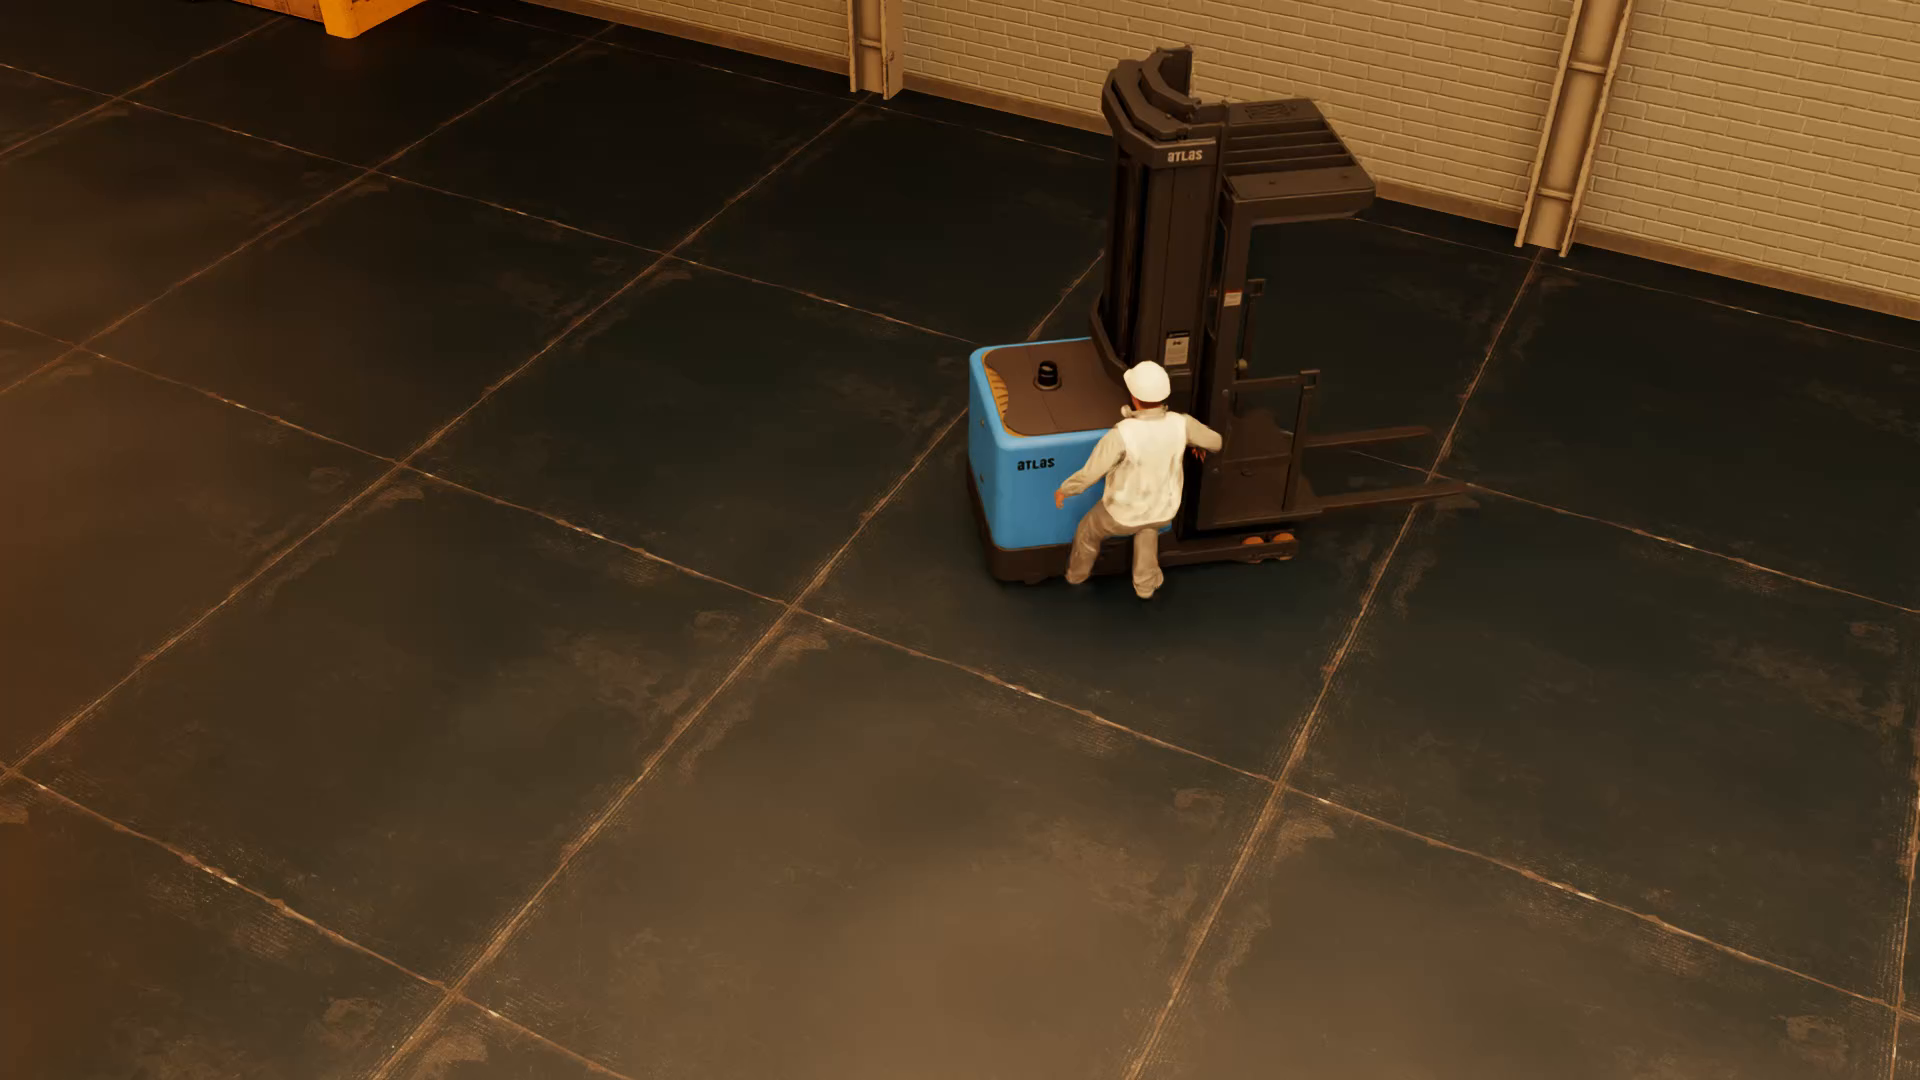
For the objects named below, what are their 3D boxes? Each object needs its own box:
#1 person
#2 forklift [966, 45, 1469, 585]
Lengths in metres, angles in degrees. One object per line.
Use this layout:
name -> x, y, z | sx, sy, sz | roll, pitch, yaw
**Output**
person -> 0.943, -0.354, 9.377 | 0.948, 1.696, 0.764 | -10, 41, -11
forklift -> 1.606, -1.309, 9.541 | 3.031, 2.935, 1.130 | -6, 41, -7
